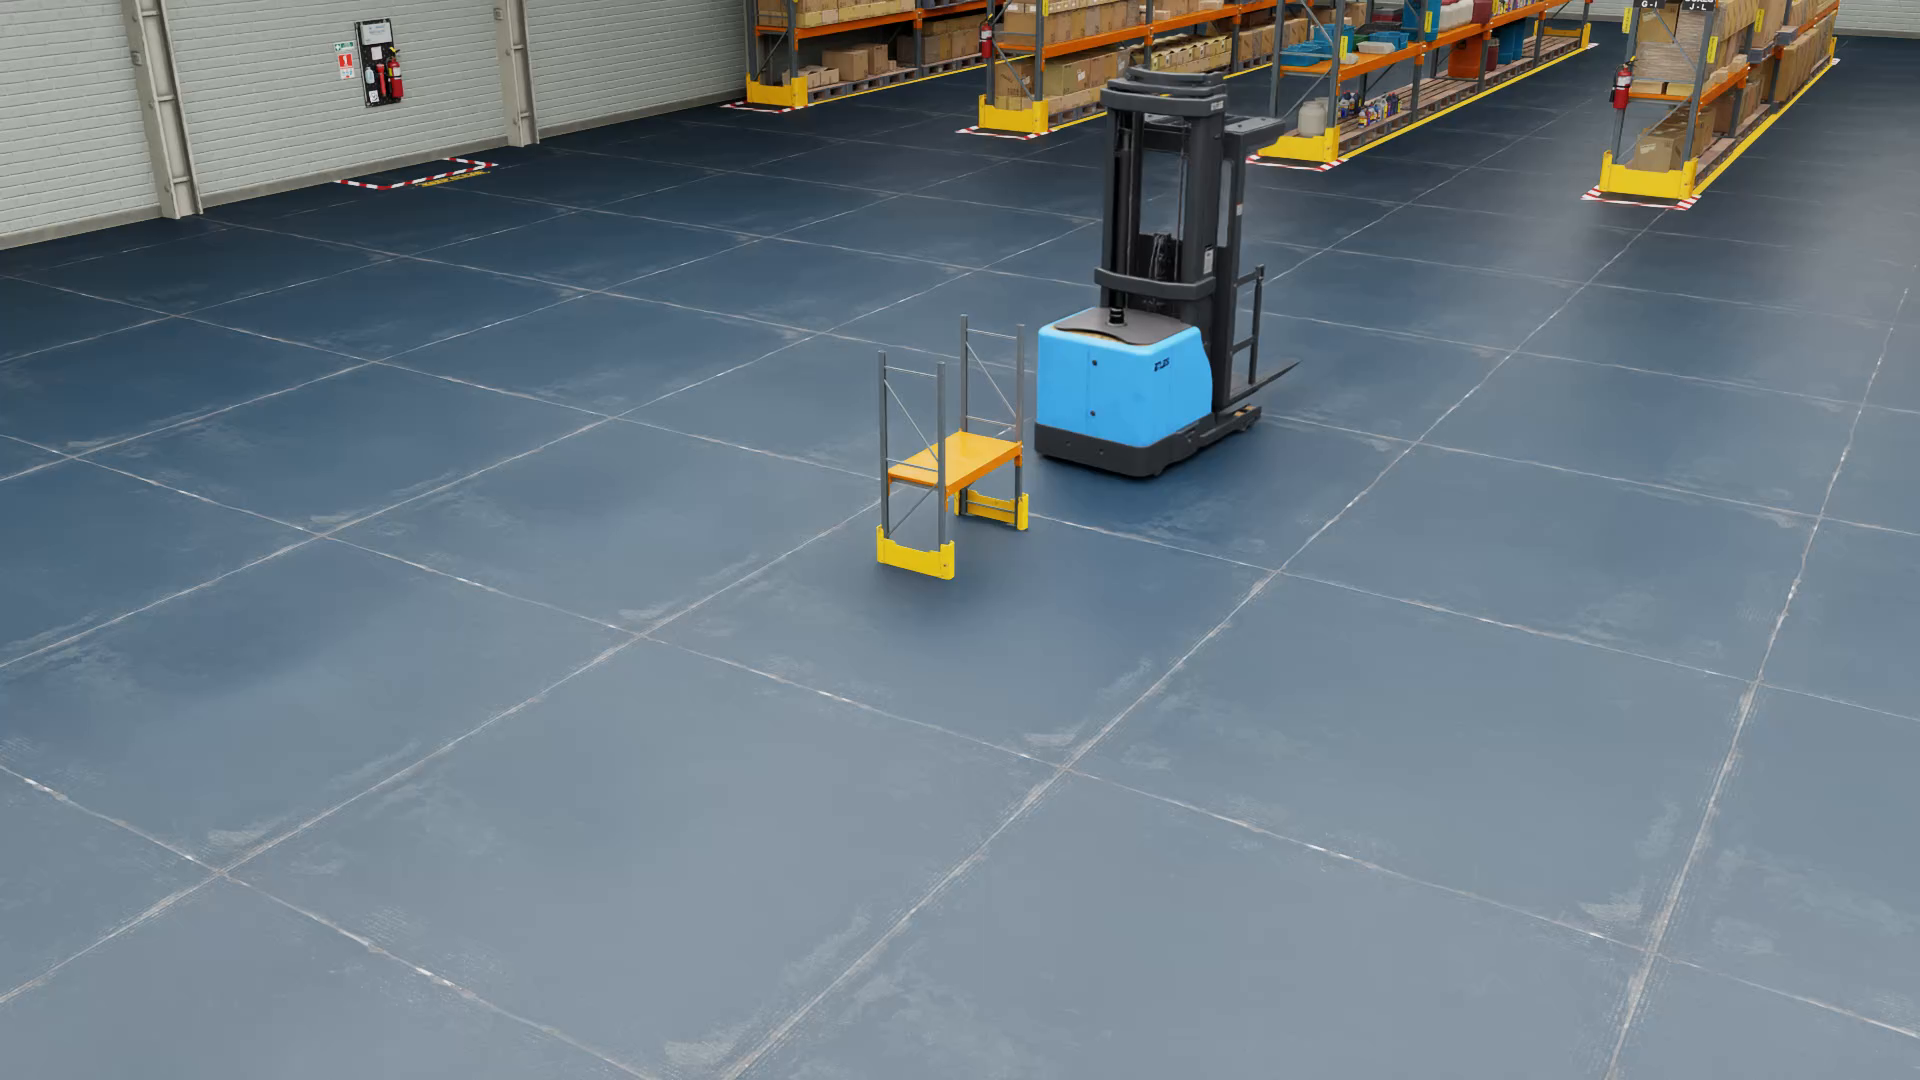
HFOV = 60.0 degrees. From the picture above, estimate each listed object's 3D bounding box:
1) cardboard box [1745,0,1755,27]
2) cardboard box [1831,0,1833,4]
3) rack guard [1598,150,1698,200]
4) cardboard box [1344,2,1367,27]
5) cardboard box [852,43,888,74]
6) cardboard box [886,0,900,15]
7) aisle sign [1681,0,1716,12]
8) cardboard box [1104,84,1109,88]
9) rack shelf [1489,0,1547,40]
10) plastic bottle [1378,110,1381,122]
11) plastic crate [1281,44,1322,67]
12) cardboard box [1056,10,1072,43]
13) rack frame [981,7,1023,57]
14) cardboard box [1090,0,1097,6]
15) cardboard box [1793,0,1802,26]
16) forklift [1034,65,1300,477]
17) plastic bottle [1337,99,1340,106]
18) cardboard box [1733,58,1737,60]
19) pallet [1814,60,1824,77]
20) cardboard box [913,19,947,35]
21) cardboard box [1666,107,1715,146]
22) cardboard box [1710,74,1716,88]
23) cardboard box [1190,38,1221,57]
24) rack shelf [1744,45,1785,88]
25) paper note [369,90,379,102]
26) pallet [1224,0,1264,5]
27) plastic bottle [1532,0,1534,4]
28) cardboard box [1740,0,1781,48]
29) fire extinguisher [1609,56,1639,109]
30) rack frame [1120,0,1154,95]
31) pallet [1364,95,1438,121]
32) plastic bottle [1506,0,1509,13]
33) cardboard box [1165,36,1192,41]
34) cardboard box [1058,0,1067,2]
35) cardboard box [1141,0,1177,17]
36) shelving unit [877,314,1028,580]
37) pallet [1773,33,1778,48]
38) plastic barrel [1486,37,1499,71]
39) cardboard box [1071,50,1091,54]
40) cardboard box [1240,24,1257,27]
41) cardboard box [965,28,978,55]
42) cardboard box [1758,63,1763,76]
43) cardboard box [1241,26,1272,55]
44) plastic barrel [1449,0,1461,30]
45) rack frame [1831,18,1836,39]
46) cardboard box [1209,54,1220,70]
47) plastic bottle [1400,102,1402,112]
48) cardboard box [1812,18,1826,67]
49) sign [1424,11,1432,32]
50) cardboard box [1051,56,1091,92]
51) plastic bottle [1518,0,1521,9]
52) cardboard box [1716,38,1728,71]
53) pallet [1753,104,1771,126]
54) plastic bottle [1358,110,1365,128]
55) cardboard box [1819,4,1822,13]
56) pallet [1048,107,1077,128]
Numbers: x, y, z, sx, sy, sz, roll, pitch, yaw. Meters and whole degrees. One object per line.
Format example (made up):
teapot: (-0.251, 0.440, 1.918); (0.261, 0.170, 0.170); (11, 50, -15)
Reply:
cardboard box: (11.146, -7.698, 23.998); (0.500, 0.500, 0.500); (14, 27, 29)
cardboard box: (17.160, -10.748, 33.119); (0.380, 0.149, 0.250); (14, 27, 29)
rack guard: (9.342, -4.964, 22.587); (1.175, 0.500, 0.348); (14, 27, 29)
cardboard box: (9.250, -12.382, 39.170); (0.500, 0.500, 0.500); (14, 27, 29)
cardboard box: (-1.726, -9.245, 31.924); (0.500, 0.500, 0.500); (12, 26, 25)
cardboard box: (-1.475, -10.100, 31.468); (0.500, 0.250, 0.500); (14, 27, 29)
aisle sign: (9.524, -7.195, 21.321); (0.394, 0.787, 0.004); (14, 27, 29)
cardboard box: (2.416, -7.903, 29.162); (0.500, 0.250, 0.500); (14, 27, 29)
rack shelf: (10.369, -10.168, 32.368); (1.077, 0.370, 4.000); (14, 27, 29)
plastic bottle: (6.710, -6.840, 26.743); (0.097, 0.201, 0.097); (0, 23, 0)
plastic crate: (5.104, -7.287, 24.993); (0.499, 0.251, 0.616); (14, 27, 29)
cardboard box: (1.418, -8.542, 27.579); (0.700, 0.500, 0.500); (15, 27, 30)
rack frame: (0.898, -11.899, 35.462); (1.000, 3.000, 0.127); (14, 27, 29)
cardboard box: (2.090, -9.112, 28.080); (0.380, 0.149, 0.250); (14, 27, 29)
cardboard box: (14.280, -9.113, 28.899); (0.500, 0.500, 0.500); (13, 27, 28)
forklift: (1.876, -2.349, 13.487); (1.130, 2.935, 3.031); (17, 28, 33)
plastic bottle: (6.102, -7.067, 27.079); (0.144, 0.351, 0.185); (14, 27, 29)
cardboard box: (11.226, -7.032, 24.534); (0.380, 0.149, 0.250); (14, 27, 29)
pallet: (16.742, -9.509, 33.451); (1.003, 0.211, 1.213); (14, 27, 29)
cardboard box: (-0.609, -10.350, 33.530); (0.500, 0.250, 0.500); (13, 27, 28)
cardboard box: (10.871, -6.159, 24.820); (0.500, 0.500, 0.500); (-18, 29, -36)
cardboard box: (10.200, -6.349, 22.958); (0.380, 0.149, 0.250); (14, 27, 29)
cardboard box: (4.772, -9.646, 32.482); (0.500, 0.311, 0.500); (13, 27, 28)
rack shelf: (12.467, -7.780, 26.852); (1.077, 0.370, 4.000); (14, 27, 29)
paper note: (-8.341, -6.316, 23.673); (0.016, 0.148, 0.142); (14, 27, 29)
pallet: (5.406, -11.018, 33.667); (1.213, 0.211, 1.003); (14, 27, 29)
plastic bottle: (11.408, -10.831, 33.141); (0.061, 0.283, 0.133); (14, 27, 29)
cardboard box: (11.950, -8.142, 25.499); (1.000, 1.000, 1.000); (14, 27, 29)
fire extinguisher: (8.850, -6.108, 22.180); (0.296, 0.674, 0.183); (14, 27, 29)
rack frame: (2.998, -9.513, 29.948); (1.000, 3.000, 0.127); (14, 27, 29)
pallet: (7.586, -7.467, 28.732); (1.003, 0.211, 1.213); (14, 27, 29)
plastic bottle: (10.389, -10.188, 31.670); (0.097, 0.271, 0.097); (0, 23, 0)
cardboard box: (4.312, -9.757, 32.738); (0.500, 0.311, 0.500); (13, 27, 28)
cardboard box: (1.446, -9.155, 27.364); (0.700, 0.500, 0.500); (13, 27, 28)
cardboard box: (3.695, -9.992, 30.930); (0.500, 0.500, 0.500); (16, 28, 33)
shelving unit: (-0.040, -0.663, 11.393); (0.587, 1.500, 1.083); (14, 27, 29)
pallet: (12.513, -8.021, 26.743); (1.003, 0.211, 1.213); (14, 27, 29)
plastic barrel: (10.153, -9.459, 32.332); (0.600, 0.588, 0.708); (14, 27, 29)
cardboard box: (1.960, -8.359, 29.272); (0.500, 0.500, 0.500); (14, 27, 29)
cardboard box: (5.947, -10.635, 35.134); (0.500, 0.500, 0.500); (13, 26, 27)
cardboard box: (-0.046, -10.377, 34.538); (0.700, 0.500, 0.500); (14, 27, 29)
cardboard box: (13.194, -7.952, 27.992); (0.500, 0.250, 0.500); (15, 28, 31)
cardboard box: (6.131, -10.357, 34.492); (0.500, 0.500, 0.500); (13, 27, 28)
plastic barrel: (8.510, -9.206, 29.069); (0.433, 0.535, 0.433); (0, 23, 0)
rack frame: (17.742, -11.485, 34.505); (1.000, 3.000, 0.127); (14, 27, 29)
cardboard box: (4.769, -9.390, 32.598); (0.500, 0.250, 0.500); (14, 27, 28)
plastic bottle: (7.278, -7.203, 27.582); (0.097, 0.201, 0.097); (0, 23, 0)
cardboard box: (16.523, -9.863, 32.903); (0.875, 0.875, 0.875); (14, 27, 29)
sign: (7.666, -8.481, 27.217); (0.100, 0.325, 0.005); (14, 27, 29)
cardboard box: (1.875, -7.913, 28.240); (0.500, 0.500, 0.500); (14, 27, 29)
plastic bottle: (10.839, -10.498, 32.382); (0.152, 0.276, 0.135); (14, 27, 29)
cardboard box: (10.351, -6.967, 23.569); (0.875, 0.500, 0.500); (14, 27, 29)
pallet: (13.109, -7.242, 28.214); (1.003, 0.211, 1.213); (14, 27, 29)
plastic bottle: (6.315, -6.620, 26.146); (0.097, 0.271, 0.097); (0, 23, 0)
cardboard box: (16.209, -10.139, 31.711); (0.380, 0.149, 0.250); (13, 27, 27)
pallet: (1.256, -7.150, 28.000); (1.003, 0.211, 1.213); (14, 27, 29)
